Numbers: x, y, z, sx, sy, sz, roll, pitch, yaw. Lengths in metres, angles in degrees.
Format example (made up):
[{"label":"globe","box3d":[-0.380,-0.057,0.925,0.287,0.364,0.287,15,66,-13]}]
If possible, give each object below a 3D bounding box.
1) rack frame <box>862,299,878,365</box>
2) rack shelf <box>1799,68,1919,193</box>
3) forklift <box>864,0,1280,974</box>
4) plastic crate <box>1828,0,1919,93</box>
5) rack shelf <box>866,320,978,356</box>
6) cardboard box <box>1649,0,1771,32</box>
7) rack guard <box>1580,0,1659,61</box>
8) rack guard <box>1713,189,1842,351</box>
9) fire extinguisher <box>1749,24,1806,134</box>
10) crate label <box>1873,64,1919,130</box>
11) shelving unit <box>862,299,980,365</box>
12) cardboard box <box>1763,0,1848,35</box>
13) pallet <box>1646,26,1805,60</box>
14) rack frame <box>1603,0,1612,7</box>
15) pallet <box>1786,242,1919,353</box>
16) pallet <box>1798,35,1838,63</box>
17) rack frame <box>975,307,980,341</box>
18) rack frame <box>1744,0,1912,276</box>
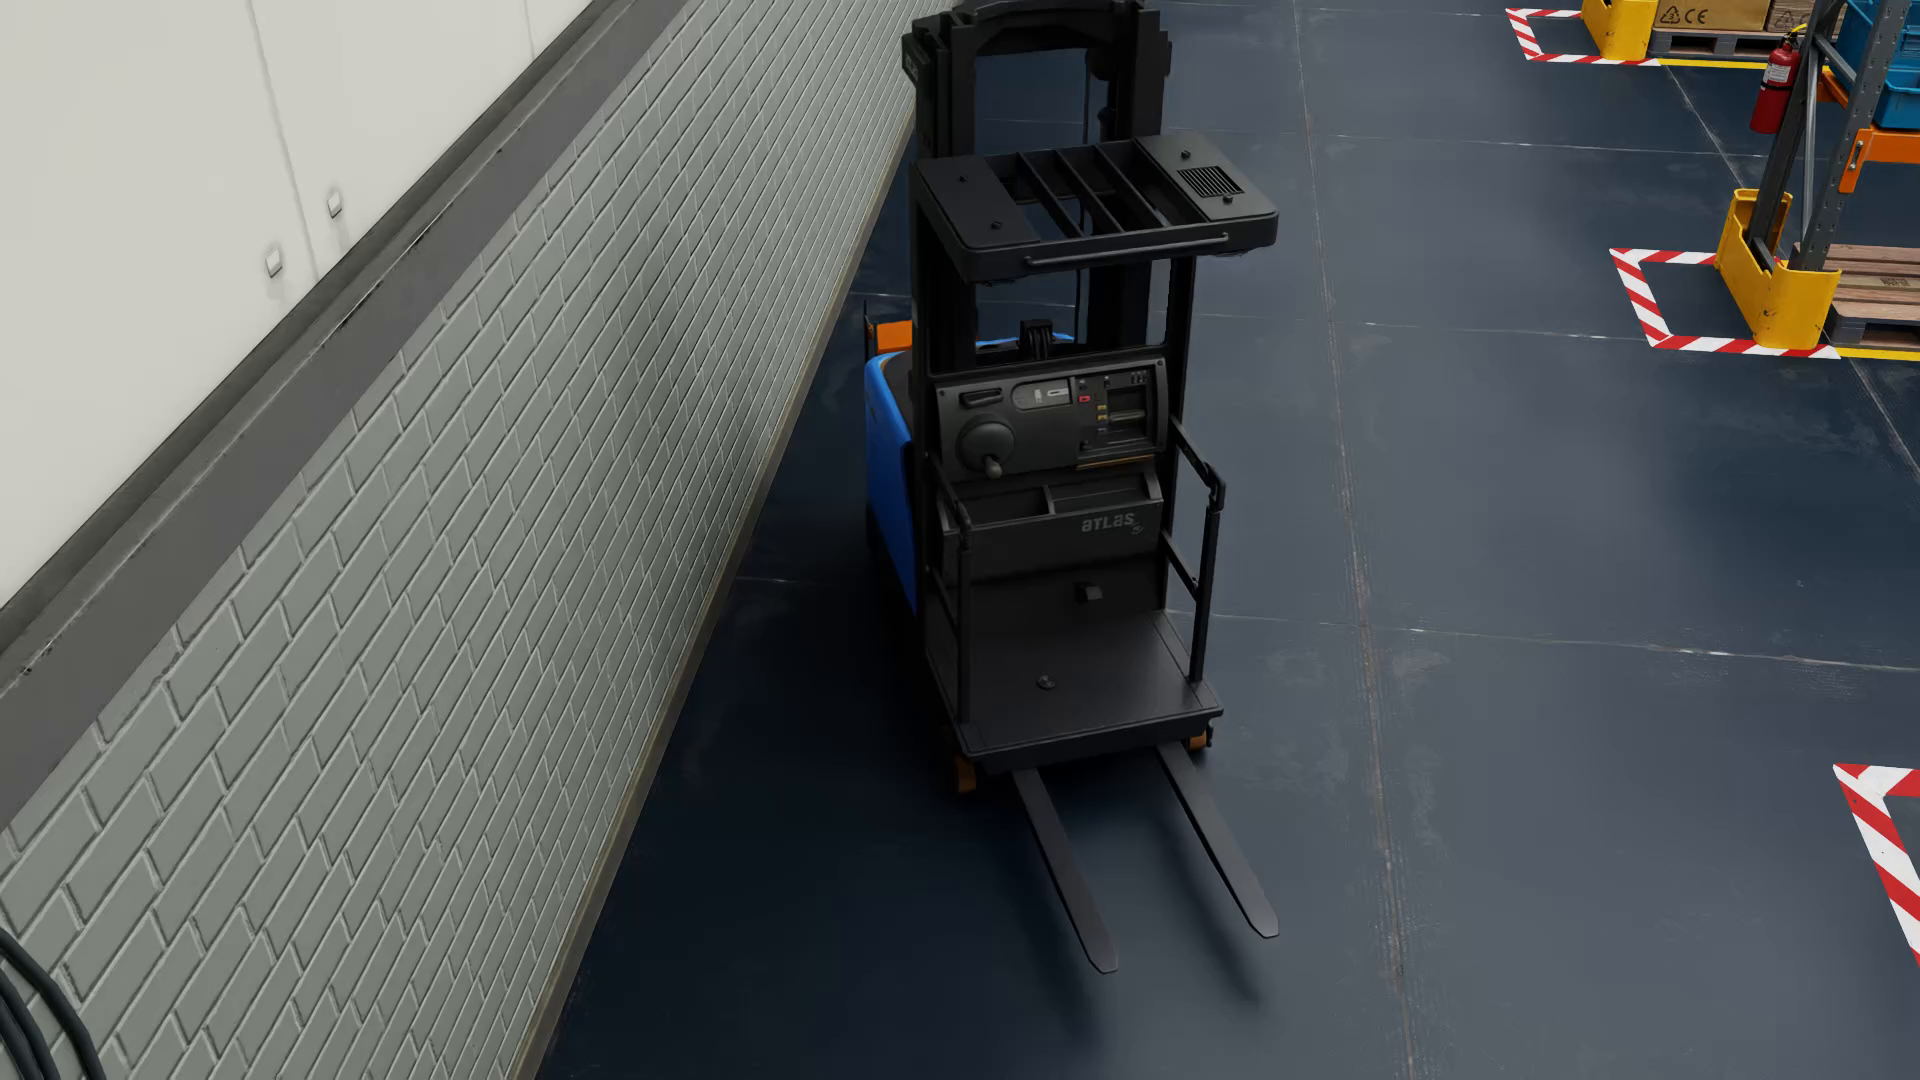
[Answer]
[{"label":"rack frame","box3d":[-0.417,-0.570,8.016,0.015,1.200,0.240,-9,37,-13]},{"label":"rack shelf","box3d":[6.981,-2.250,9.439,4.000,0.370,1.077,4,36,6]},{"label":"forklift","box3d":[0.422,-0.409,6.300,1.130,2.935,3.031,-9,36,-12]},{"label":"plastic crate","box3d":[5.353,-2.812,9.526,0.499,0.435,0.616,4,36,6]},{"label":"rack shelf","box3d":[-0.182,-0.928,7.840,0.480,0.148,0.258,-9,37,-13]},{"label":"cardboard box","box3d":[6.273,-4.849,13.930,0.875,0.875,0.875,4,36,6]},{"label":"rack guard","box3d":[5.604,-4.528,14.165,0.348,0.500,1.175,4,36,6]},{"label":"rack guard","box3d":[4.971,-1.667,10.156,0.348,0.500,1.175,4,36,6]},{"label":"fire extinguisher","box3d":[4.905,-2.780,9.951,0.183,0.674,0.296,4,36,6]},{"label":"crate label","box3d":[5.200,-2.439,9.177,0.303,0.233,0.416,4,36,6]},{"label":"shelving unit","box3d":[-0.182,-0.608,8.069,0.503,1.200,0.258,-9,37,-13]},{"label":"cardboard box","box3d":[7.175,-4.782,13.835,0.875,0.875,0.875,4,36,6]},{"label":"pallet","box3d":[6.431,-4.395,14.226,1.213,0.211,1.003,4,36,6]},{"label":"rack frame","box3d":[5.628,-5.544,13.436,0.127,3.000,1.000,4,36,6]},{"label":"pallet","box3d":[5.810,-1.472,10.131,1.213,0.211,1.003,4,36,6]},{"label":"pallet","box3d":[7.637,-4.303,14.098,1.213,0.211,1.003,4,36,6]},{"label":"rack frame","box3d":[0.053,-0.646,8.122,0.015,1.200,0.240,-9,37,-13]},{"label":"rack frame","box3d":[4.997,-2.690,9.437,0.127,3.000,1.000,4,36,6]}]
